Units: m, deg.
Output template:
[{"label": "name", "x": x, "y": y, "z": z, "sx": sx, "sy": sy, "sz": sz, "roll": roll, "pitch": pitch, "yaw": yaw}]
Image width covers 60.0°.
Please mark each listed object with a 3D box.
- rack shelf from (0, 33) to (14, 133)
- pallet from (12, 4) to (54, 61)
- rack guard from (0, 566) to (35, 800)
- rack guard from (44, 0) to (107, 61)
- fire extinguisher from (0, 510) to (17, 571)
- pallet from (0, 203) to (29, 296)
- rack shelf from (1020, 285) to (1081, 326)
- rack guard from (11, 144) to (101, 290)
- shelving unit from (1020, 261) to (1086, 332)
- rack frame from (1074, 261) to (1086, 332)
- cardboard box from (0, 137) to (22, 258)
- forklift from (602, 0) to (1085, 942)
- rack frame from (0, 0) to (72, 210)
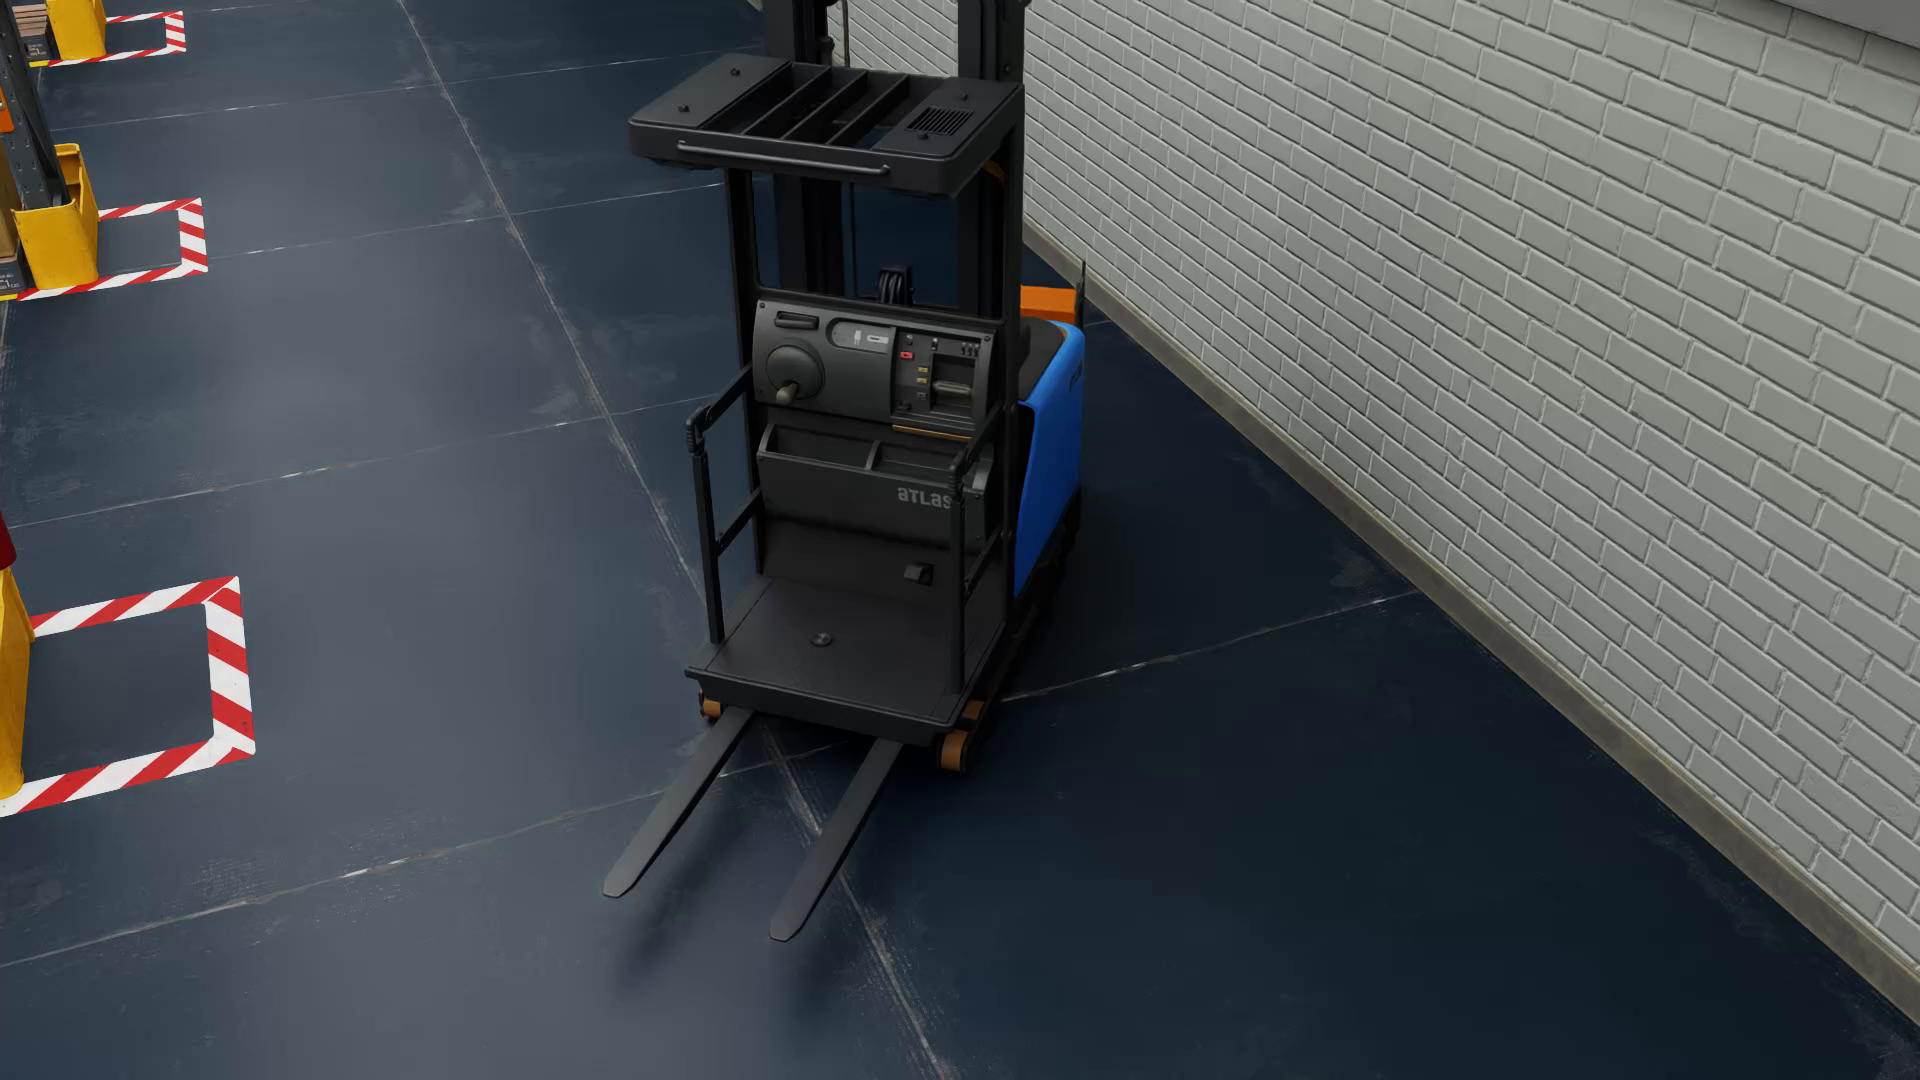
[{"label": "rack shelf", "x": -7.523, "y": -2.361, "z": 9.288, "sx": 4.000, "sy": 0.370, "sz": 1.077, "roll": -13, "pitch": 35, "yaw": -19}, {"label": "pallet", "x": -8.372, "y": -4.252, "z": 14.092, "sx": 1.213, "sy": 0.211, "sz": 1.003, "roll": -13, "pitch": 35, "yaw": -19}, {"label": "rack guard", "x": -3.922, "y": 0.494, "z": 6.532, "sx": 0.348, "sy": 0.500, "sz": 1.175, "roll": -13, "pitch": 35, "yaw": -19}, {"label": "rack guard", "x": -7.579, "y": -4.540, "z": 14.268, "sx": 0.348, "sy": 0.500, "sz": 1.175, "roll": -13, "pitch": 35, "yaw": -19}, {"label": "fire extinguisher", "x": -3.441, "y": -0.202, "z": 5.723, "sx": 0.183, "sy": 0.674, "sz": 0.296, "roll": -13, "pitch": 35, "yaw": -19}, {"label": "pallet", "x": -6.386, "y": -1.708, "z": 10.182, "sx": 1.213, "sy": 0.211, "sz": 1.003, "roll": -13, "pitch": 35, "yaw": -19}, {"label": "rack shelf", "x": 0.298, "y": -1.042, "z": 7.530, "sx": 0.480, "sy": 0.148, "sz": 0.258, "roll": 6, "pitch": 33, "yaw": 9}, {"label": "rack guard", "x": -5.657, "y": -2.042, "z": 10.431, "sx": 0.348, "sy": 0.500, "sz": 1.175, "roll": -13, "pitch": 35, "yaw": -19}, {"label": "shelving unit", "x": 0.298, "y": -0.712, "z": 7.744, "sx": 0.503, "sy": 1.200, "sz": 0.258, "roll": 6, "pitch": 33, "yaw": 9}, {"label": "rack frame", "x": 0.538, "y": -0.688, "z": 7.708, "sx": 0.015, "sy": 1.200, "sz": 0.240, "roll": 6, "pitch": 33, "yaw": 9}, {"label": "cardboard box", "x": -6.238, "y": -2.195, "z": 9.936, "sx": 0.875, "sy": 0.875, "sz": 0.875, "roll": -13, "pitch": 35, "yaw": -19}, {"label": "forklift", "x": -0.394, "y": -0.589, "z": 5.967, "sx": 1.130, "sy": 2.935, "sz": 3.031, "roll": 10, "pitch": 34, "yaw": 15}, {"label": "rack frame", "x": -5.679, "y": -3.085, "z": 9.741, "sx": 0.127, "sy": 3.000, "sz": 1.000, "roll": -13, "pitch": 35, "yaw": -19}]
